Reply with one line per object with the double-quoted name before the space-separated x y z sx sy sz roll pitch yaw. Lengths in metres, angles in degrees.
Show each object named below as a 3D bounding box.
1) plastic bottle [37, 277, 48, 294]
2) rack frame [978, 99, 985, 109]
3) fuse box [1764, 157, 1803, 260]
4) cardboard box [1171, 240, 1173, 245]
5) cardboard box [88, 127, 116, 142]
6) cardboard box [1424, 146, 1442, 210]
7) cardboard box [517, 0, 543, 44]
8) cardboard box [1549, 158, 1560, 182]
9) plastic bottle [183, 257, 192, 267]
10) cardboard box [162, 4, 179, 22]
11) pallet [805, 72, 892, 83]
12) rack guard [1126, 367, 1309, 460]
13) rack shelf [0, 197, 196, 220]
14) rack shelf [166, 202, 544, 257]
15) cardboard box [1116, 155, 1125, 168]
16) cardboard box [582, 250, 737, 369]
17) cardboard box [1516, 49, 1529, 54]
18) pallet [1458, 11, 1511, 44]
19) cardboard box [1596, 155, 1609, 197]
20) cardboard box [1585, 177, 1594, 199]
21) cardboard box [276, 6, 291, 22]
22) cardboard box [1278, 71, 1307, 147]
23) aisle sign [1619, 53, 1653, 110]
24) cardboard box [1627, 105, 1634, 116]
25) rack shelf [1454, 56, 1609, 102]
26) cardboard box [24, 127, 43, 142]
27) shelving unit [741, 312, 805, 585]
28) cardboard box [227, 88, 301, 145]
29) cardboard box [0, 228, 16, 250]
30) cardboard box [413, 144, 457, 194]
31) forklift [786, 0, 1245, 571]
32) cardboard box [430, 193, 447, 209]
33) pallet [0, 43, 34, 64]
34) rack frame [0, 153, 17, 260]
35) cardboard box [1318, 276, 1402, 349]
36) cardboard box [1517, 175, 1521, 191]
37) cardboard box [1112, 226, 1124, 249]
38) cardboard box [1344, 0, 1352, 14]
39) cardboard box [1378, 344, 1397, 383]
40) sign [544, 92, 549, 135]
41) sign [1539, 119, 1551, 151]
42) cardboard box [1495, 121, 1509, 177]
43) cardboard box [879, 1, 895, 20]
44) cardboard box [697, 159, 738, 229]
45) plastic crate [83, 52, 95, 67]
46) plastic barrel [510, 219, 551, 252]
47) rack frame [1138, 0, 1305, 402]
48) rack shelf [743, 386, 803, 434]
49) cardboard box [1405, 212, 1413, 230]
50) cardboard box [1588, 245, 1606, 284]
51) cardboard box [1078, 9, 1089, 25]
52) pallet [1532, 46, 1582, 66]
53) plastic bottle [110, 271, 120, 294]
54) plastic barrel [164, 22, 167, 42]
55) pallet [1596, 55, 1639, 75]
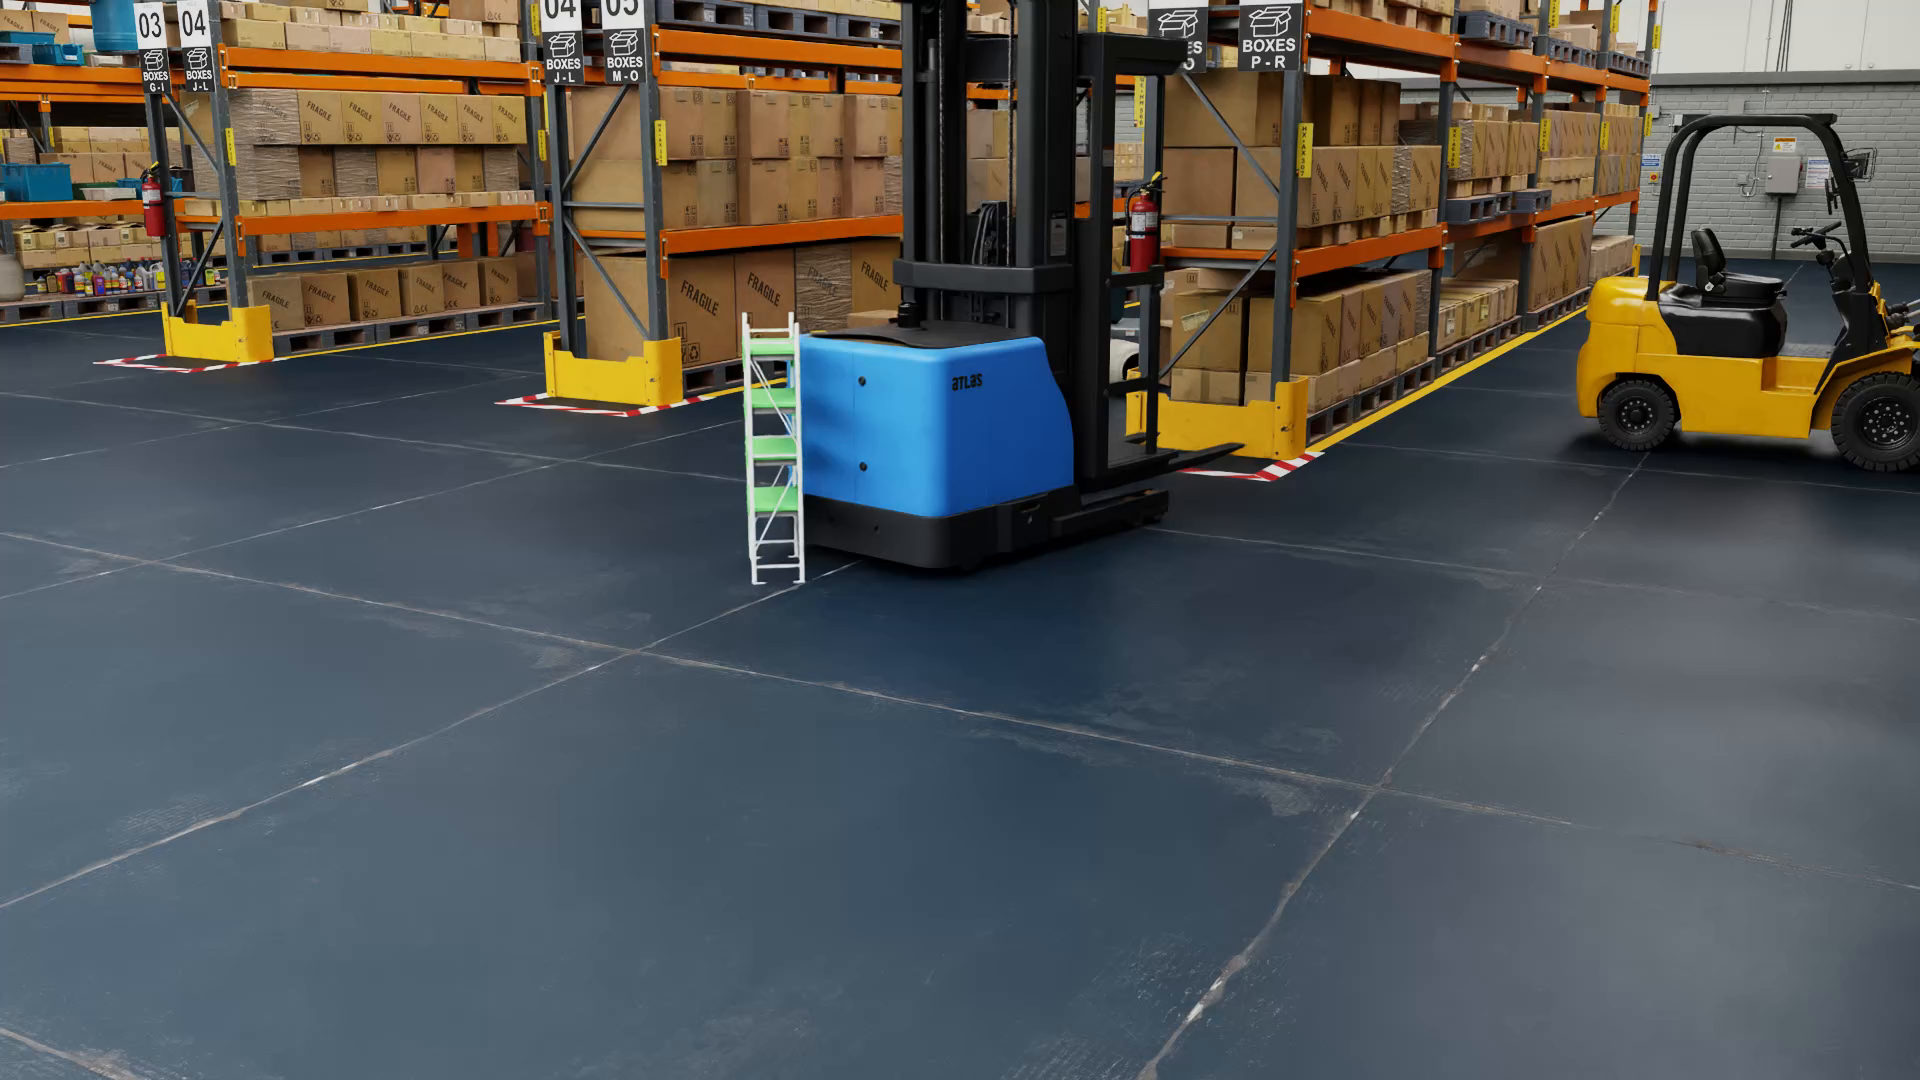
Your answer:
"plastic bottle" -10.856 -3.012 19.661 0.097 0.201 0.097 0 14 0
"rack frame" 0.710 -6.454 28.904 1.000 3.000 0.127 7 15 28
"fuse box" 13.859 -5.596 28.096 0.539 1.711 0.414 7 15 28
"cardboard box" 2.684 -3.754 22.142 0.500 0.500 0.500 7 15 27
"cardboard box" -15.461 -7.238 29.666 0.500 0.250 0.500 7 15 27
"cardboard box" 3.587 -2.943 13.493 0.500 0.500 0.500 7 15 27
"cardboard box" -4.777 -5.790 18.633 0.797 0.503 0.637 7 15 25
"cardboard box" 6.230 -4.042 18.152 0.500 0.250 0.500 8 16 29
"plastic bottle" -9.612 -3.331 20.663 0.144 0.351 0.185 7 15 28
"cardboard box" -7.163 -4.843 15.290 0.380 0.149 0.250 7 15 28
"pallet" -1.623 -6.805 24.368 0.805 0.209 1.217 7 15 26
"rack guard" 1.687 -0.849 10.988 1.175 0.500 0.348 7 15 28
"rack shelf" -10.393 -3.793 19.402 1.077 0.370 4.000 7 15 28
"rack shelf" -6.058 -3.232 17.074 1.077 0.370 4.000 7 15 28
"cardboard box" 1.801 -4.644 20.402 0.380 0.149 0.250 7 15 26
"cardboard box" -2.461 -1.907 13.679 0.875 0.875 0.875 7 15 28
"cardboard box" 5.436 -4.886 16.535 0.380 0.149 0.250 7 15 28
"pallet" 3.976 -4.351 14.181 1.213 0.211 1.003 7 15 28
"cardboard box" 7.908 -4.626 21.107 0.500 0.500 0.500 8 16 30
"cardboard box" 7.456 -4.317 20.360 0.500 0.250 0.500 7 15 27
"cardboard box" -6.465 -4.889 15.481 0.380 0.149 0.250 7 15 27
"cardboard box" 1.958 -2.960 11.431 0.700 0.500 0.500 8 15 29
"aisle sign" 9.692 -6.575 23.858 0.394 0.787 0.004 7 15 28
"cardboard box" 9.077 -5.921 22.961 0.380 0.149 0.250 8 16 29
"rack shelf" 6.485 -5.209 18.874 1.077 0.370 4.000 7 15 28
"cardboard box" -16.173 -7.186 29.451 0.500 0.250 0.500 8 16 30
"shelving unit" -0.876 -0.438 7.789 0.258 1.200 0.503 -2 14 -8
"cardboard box" -6.520 -3.933 15.464 0.500 0.500 0.500 7 15 28
"cardboard box" -13.816 -4.371 24.037 0.500 0.311 0.500 7 15 28
"cardboard box" -5.788 -3.887 17.410 0.875 0.500 0.500 7 15 28
"forklift" 0.477 -1.562 8.760 1.130 2.935 3.031 11 18 39
"cardboard box" -5.585 -3.542 17.360 0.380 0.149 0.250 7 15 28
"pallet" -10.875 -5.258 17.944 1.003 0.211 1.213 7 15 28
"rack frame" -13.761 -5.115 23.351 1.000 3.000 0.127 7 15 28
"cardboard box" 3.043 -1.740 12.722 0.500 0.500 0.500 8 16 31
"cardboard box" 5.288 -3.507 16.321 0.380 0.149 0.250 7 15 25
"cardboard box" 1.681 -3.698 20.308 0.500 0.250 0.500 7 15 26
"cardboard box" 2.400 -3.584 11.135 0.380 0.149 0.250 7 15 28
"cardboard box" 3.035 -1.371 12.790 0.500 0.250 0.500 8 16 29
"sign" -3.200 -3.331 12.974 0.100 0.325 0.005 7 15 28
"sign" 5.998 -4.155 17.065 0.100 0.325 0.005 7 15 28
"cardboard box" 4.794 -3.640 15.486 0.500 0.500 0.500 7 15 26
"cardboard box" -0.816 -4.836 15.217 0.380 0.149 0.250 8 16 29
"cardboard box" -2.345 -2.858 13.669 0.875 0.550 0.550 7 15 28
"plastic crate" -10.428 -5.616 19.478 0.336 0.188 0.450 7 15 28
"plastic barrel" -6.725 -4.740 26.043 0.600 0.588 0.708 7 15 28
"rack frame" 1.651 -2.049 10.631 1.000 3.000 0.127 7 15 28
"rack shelf" -0.876 -0.609 7.748 0.258 0.148 0.480 -2 14 -8
"cardboard box" 3.387 -2.550 13.247 0.380 0.149 0.250 7 15 28
"cardboard box" 7.849 -3.586 21.578 0.875 0.438 0.875 7 15 27
"cardboard box" 1.339 -6.328 20.136 0.396 0.266 0.258 7 15 28
"pallet" 6.321 -5.424 18.635 1.003 0.211 1.213 8 16 31
"plastic bottle" -9.997 -3.048 19.657 0.097 0.271 0.097 0 14 0
"plastic barrel" -9.807 -6.204 20.332 0.421 0.512 0.421 0 14 0
"pallet" 8.447 -6.342 22.227 1.003 0.211 1.213 7 15 28
